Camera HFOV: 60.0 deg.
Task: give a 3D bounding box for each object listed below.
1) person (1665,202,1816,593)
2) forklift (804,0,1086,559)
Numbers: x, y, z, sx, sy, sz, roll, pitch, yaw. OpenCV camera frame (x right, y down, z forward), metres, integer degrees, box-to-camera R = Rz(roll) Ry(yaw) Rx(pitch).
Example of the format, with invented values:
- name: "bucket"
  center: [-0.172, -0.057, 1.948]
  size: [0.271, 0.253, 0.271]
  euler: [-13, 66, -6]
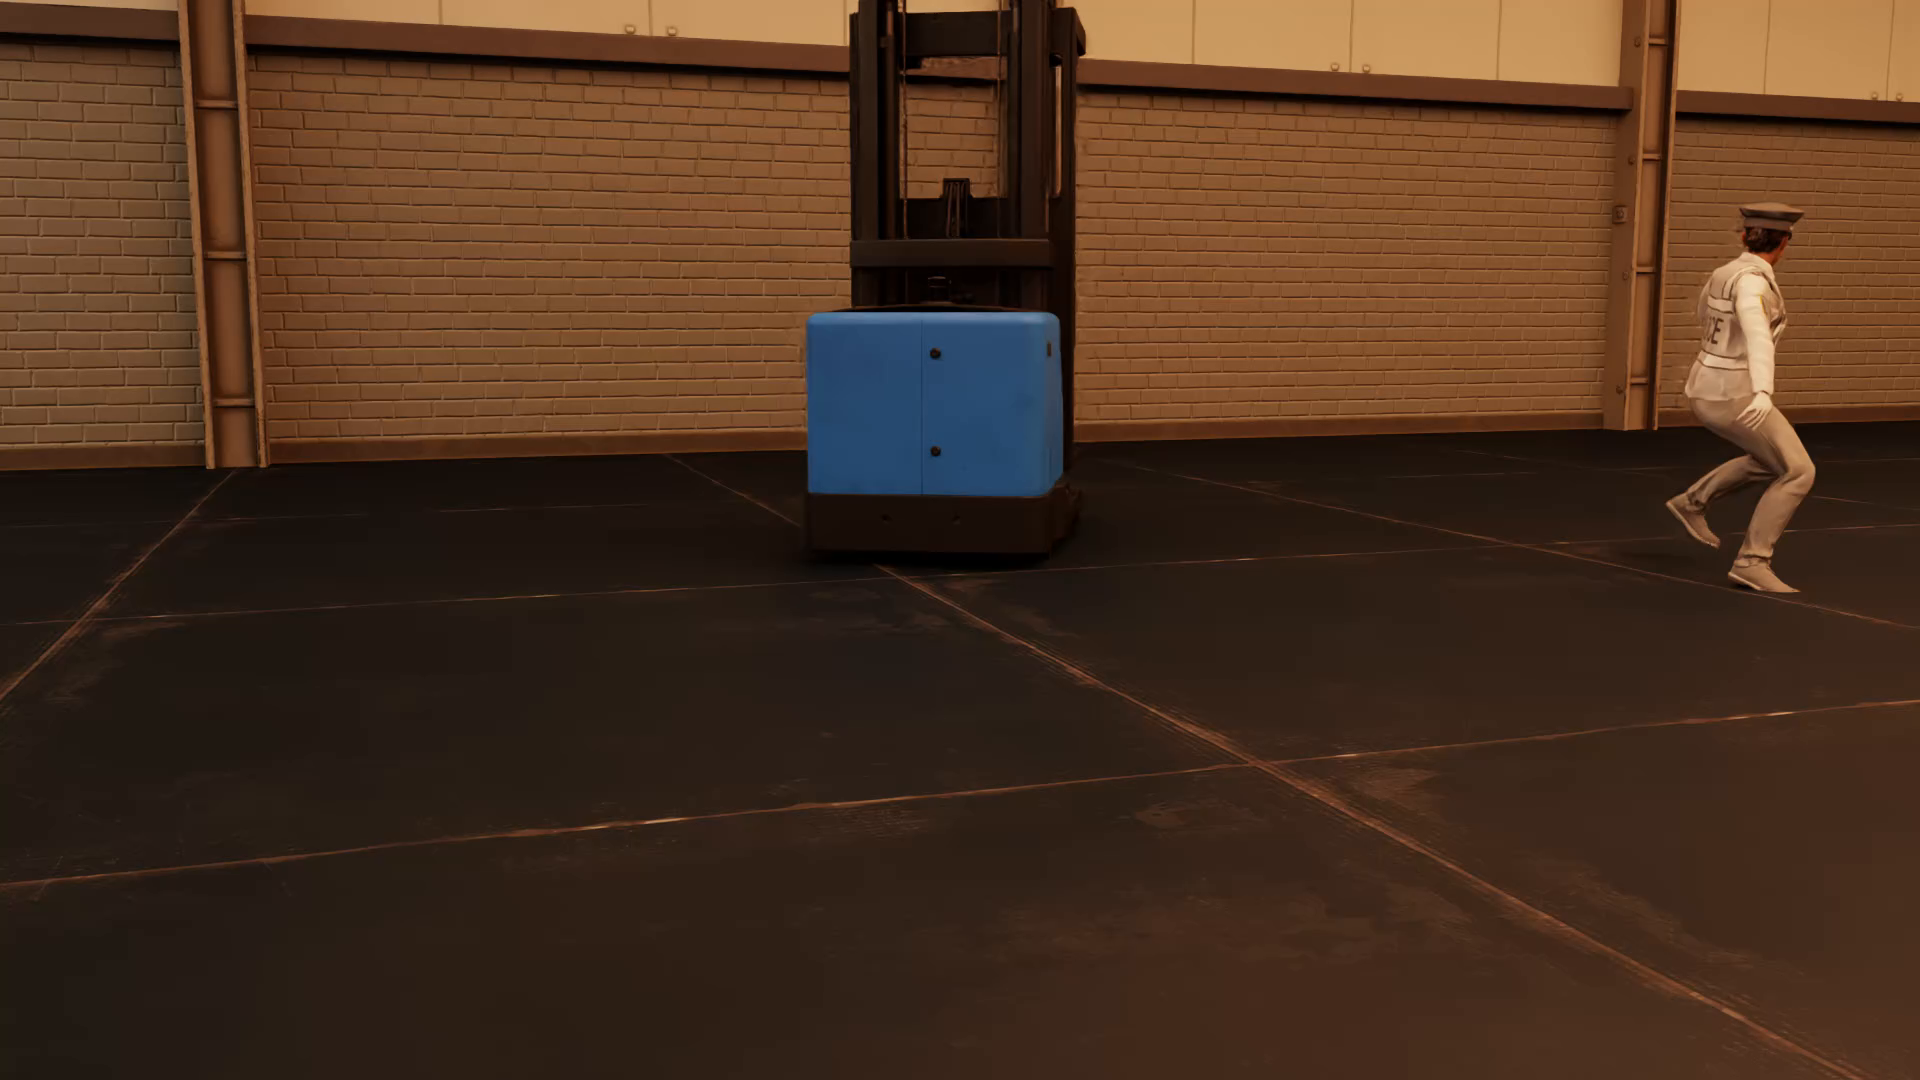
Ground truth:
- name: "person"
  center: [3.158, -0.571, 6.684]
  size: [0.466, 1.549, 1.051]
  euler: [2, 8, 18]
- name: "forklift"
  center: [0.047, -1.532, 8.311]
  size: [1.130, 2.935, 3.031]
  euler: [1, 8, 8]
